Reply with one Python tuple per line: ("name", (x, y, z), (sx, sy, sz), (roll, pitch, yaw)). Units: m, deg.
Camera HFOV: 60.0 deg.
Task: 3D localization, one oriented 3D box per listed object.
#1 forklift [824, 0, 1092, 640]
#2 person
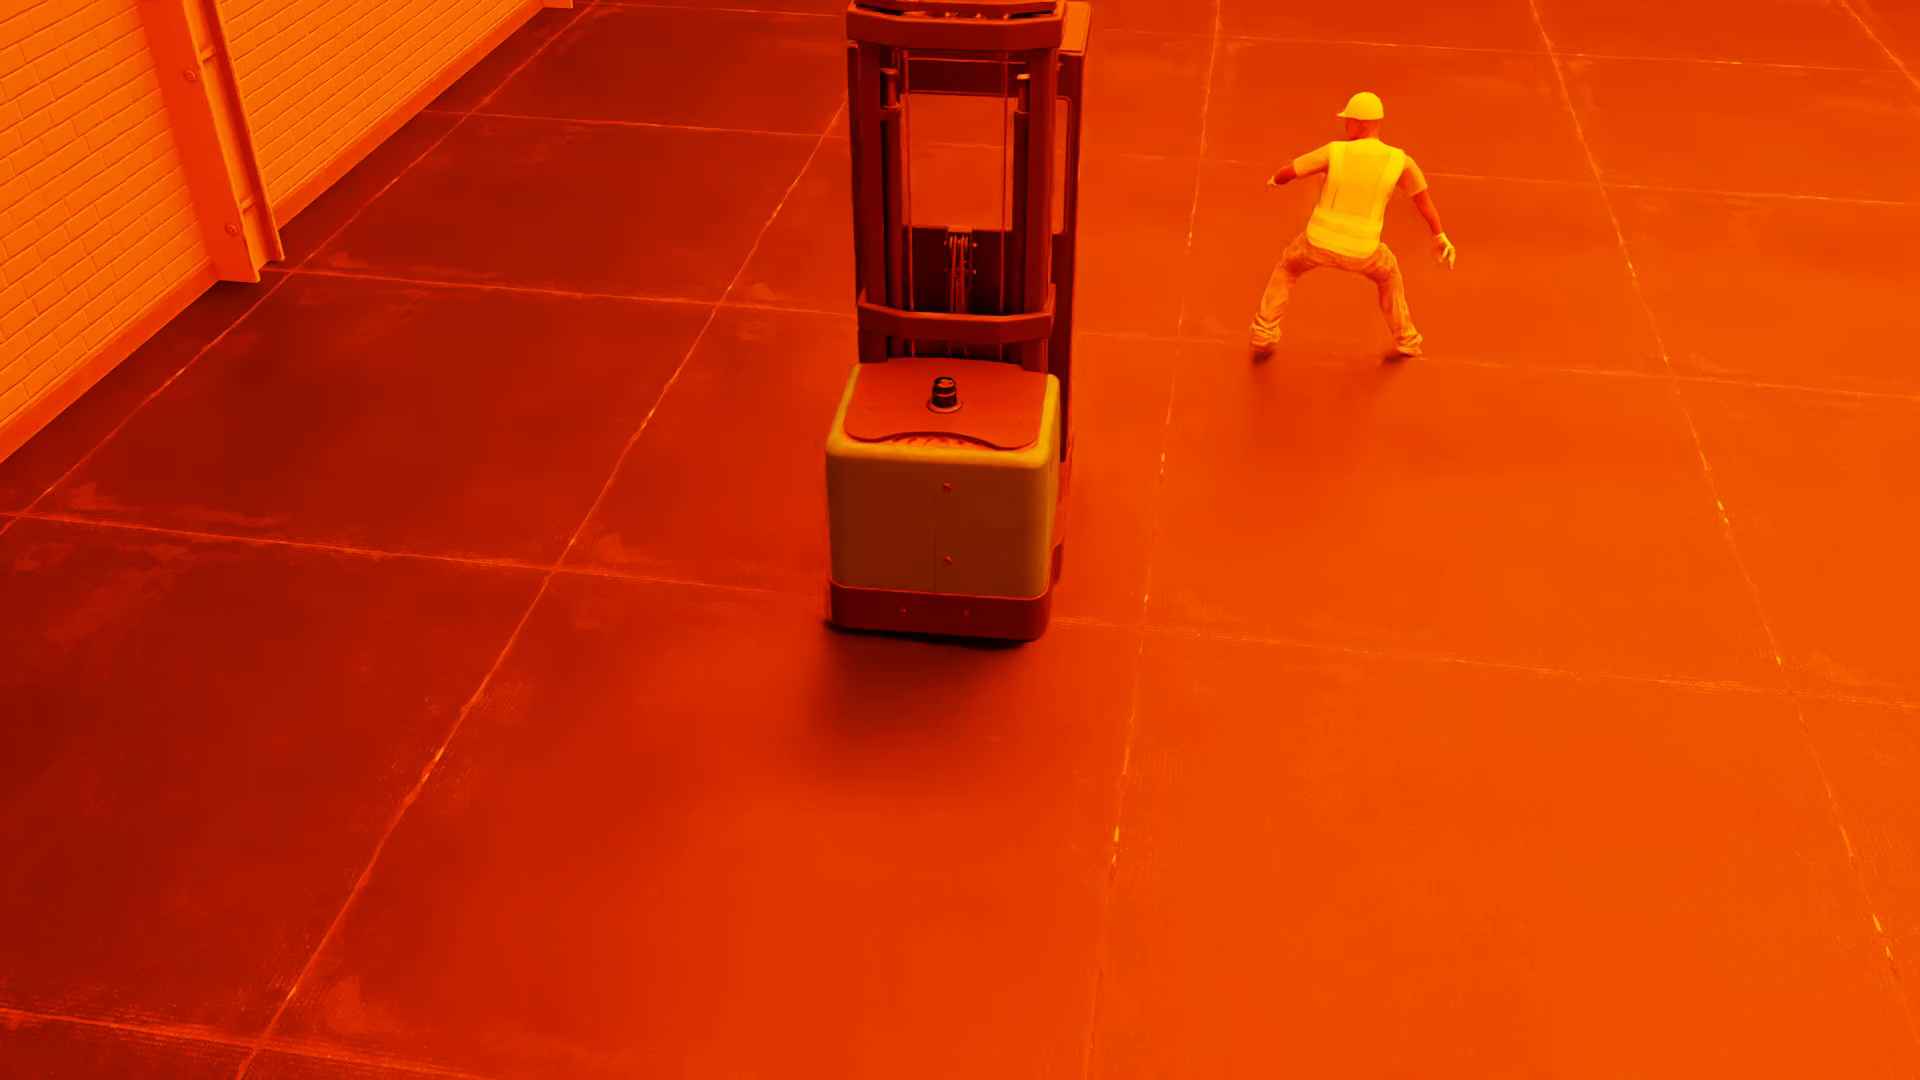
("forklift", (0.052, -1.556, 8.381), (1.130, 2.935, 3.031), (4, 35, 5))
("person", (2.366, -1.784, 9.948), (1.159, 1.723, 0.570), (10, 36, 14))
